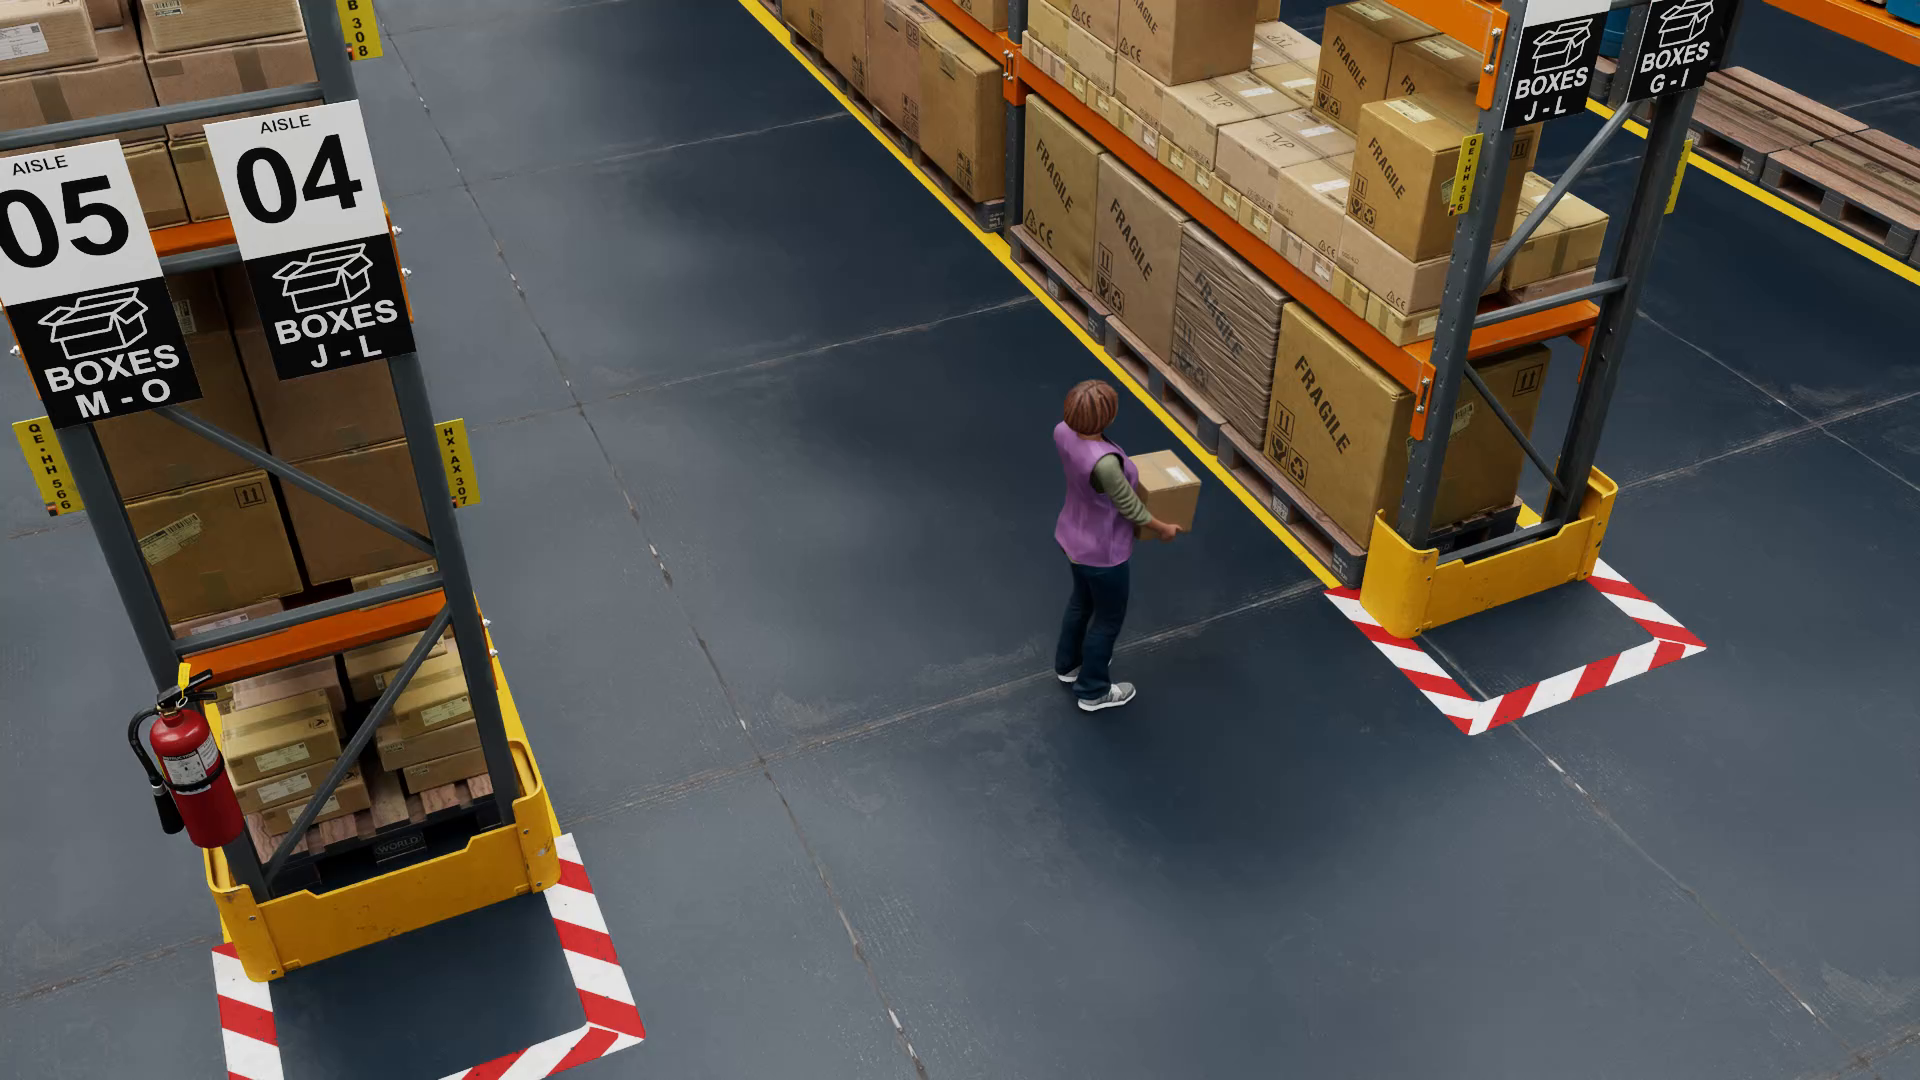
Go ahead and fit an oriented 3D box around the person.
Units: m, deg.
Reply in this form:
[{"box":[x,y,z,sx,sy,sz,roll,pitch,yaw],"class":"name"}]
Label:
[{"box":[0.632,0.005,6.873,0.490,1.570,0.408,-16,41,-20],"class":"person"}]
